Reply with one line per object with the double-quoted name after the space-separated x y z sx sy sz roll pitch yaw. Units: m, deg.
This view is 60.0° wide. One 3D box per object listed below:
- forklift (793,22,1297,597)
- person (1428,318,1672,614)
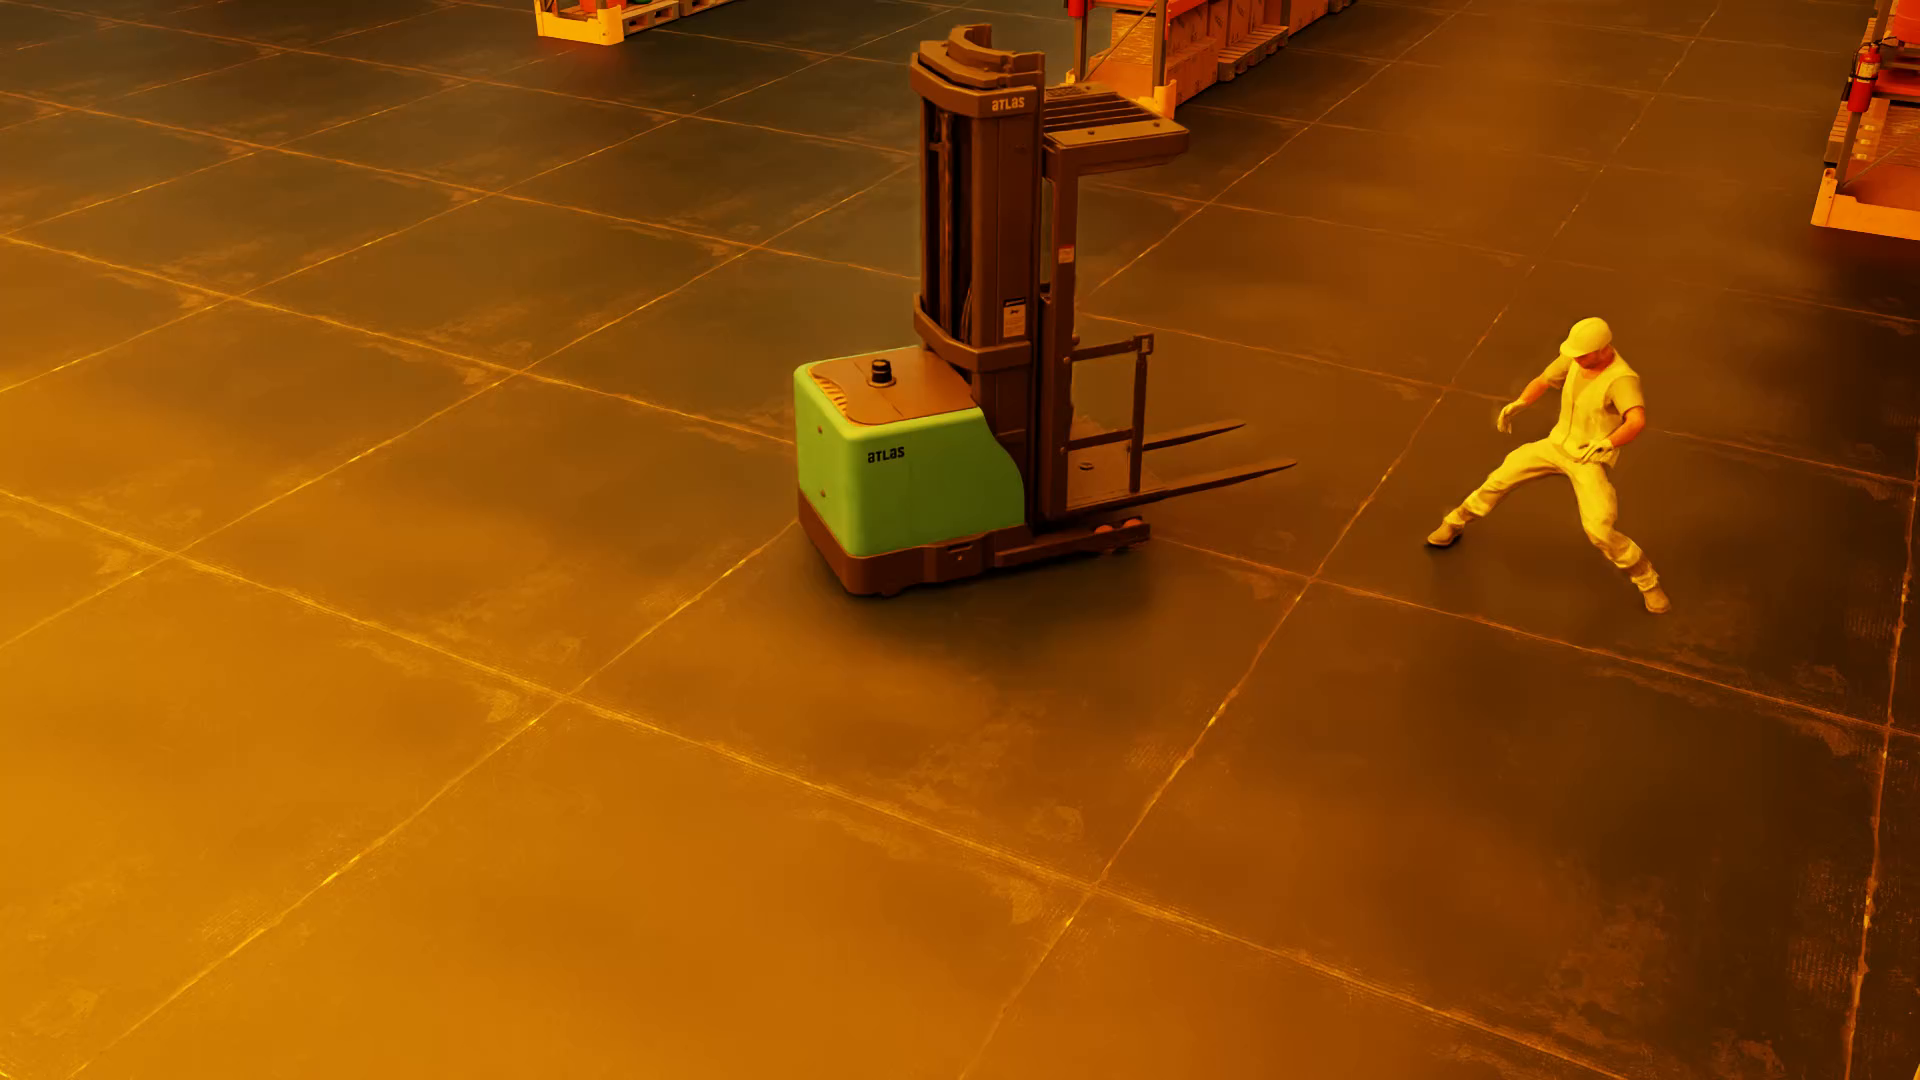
0.587 -1.418 9.528 3.031 2.935 1.130 -12 32 -20 "forklift"
3.383 -0.470 9.244 0.849 1.569 1.318 -11 32 -19 "person"
